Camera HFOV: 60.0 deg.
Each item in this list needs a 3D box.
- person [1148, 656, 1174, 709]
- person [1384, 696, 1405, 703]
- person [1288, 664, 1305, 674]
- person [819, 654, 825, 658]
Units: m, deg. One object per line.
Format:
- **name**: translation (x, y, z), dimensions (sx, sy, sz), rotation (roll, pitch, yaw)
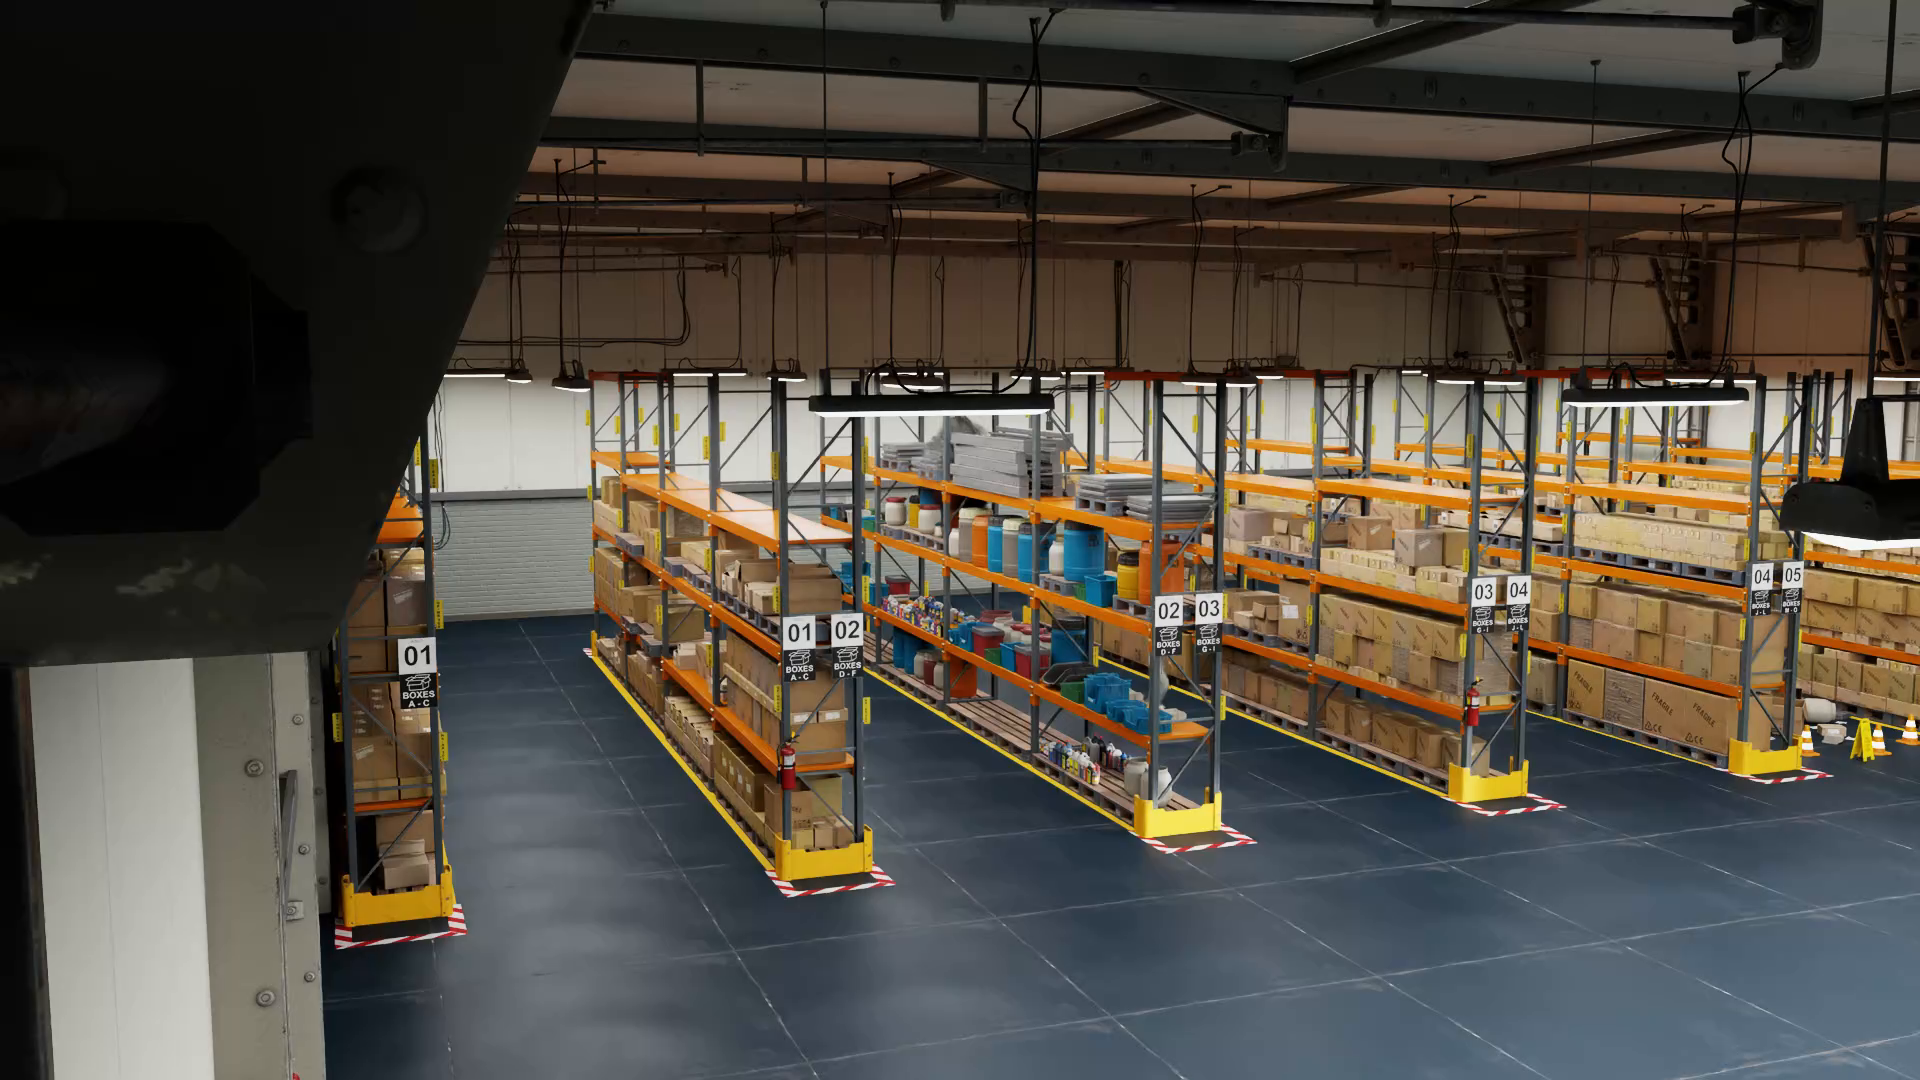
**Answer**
- **person**: translation (3.528, 2.245, 29.555), dimensions (0.543, 1.614, 0.571), rotation (4, 7, 31)
- **person**: translation (8.158, 2.245, 30.409), dimensions (0.647, 1.462, 0.881), rotation (0, 6, -2)
- **person**: translation (6.472, 2.035, 31.445), dimensions (0.693, 1.595, 0.799), rotation (-1, 6, -8)
- **person**: translation (-2.888, 1.768, 34.054), dimensions (0.614, 1.629, 0.951), rotation (-2, 7, -14)
